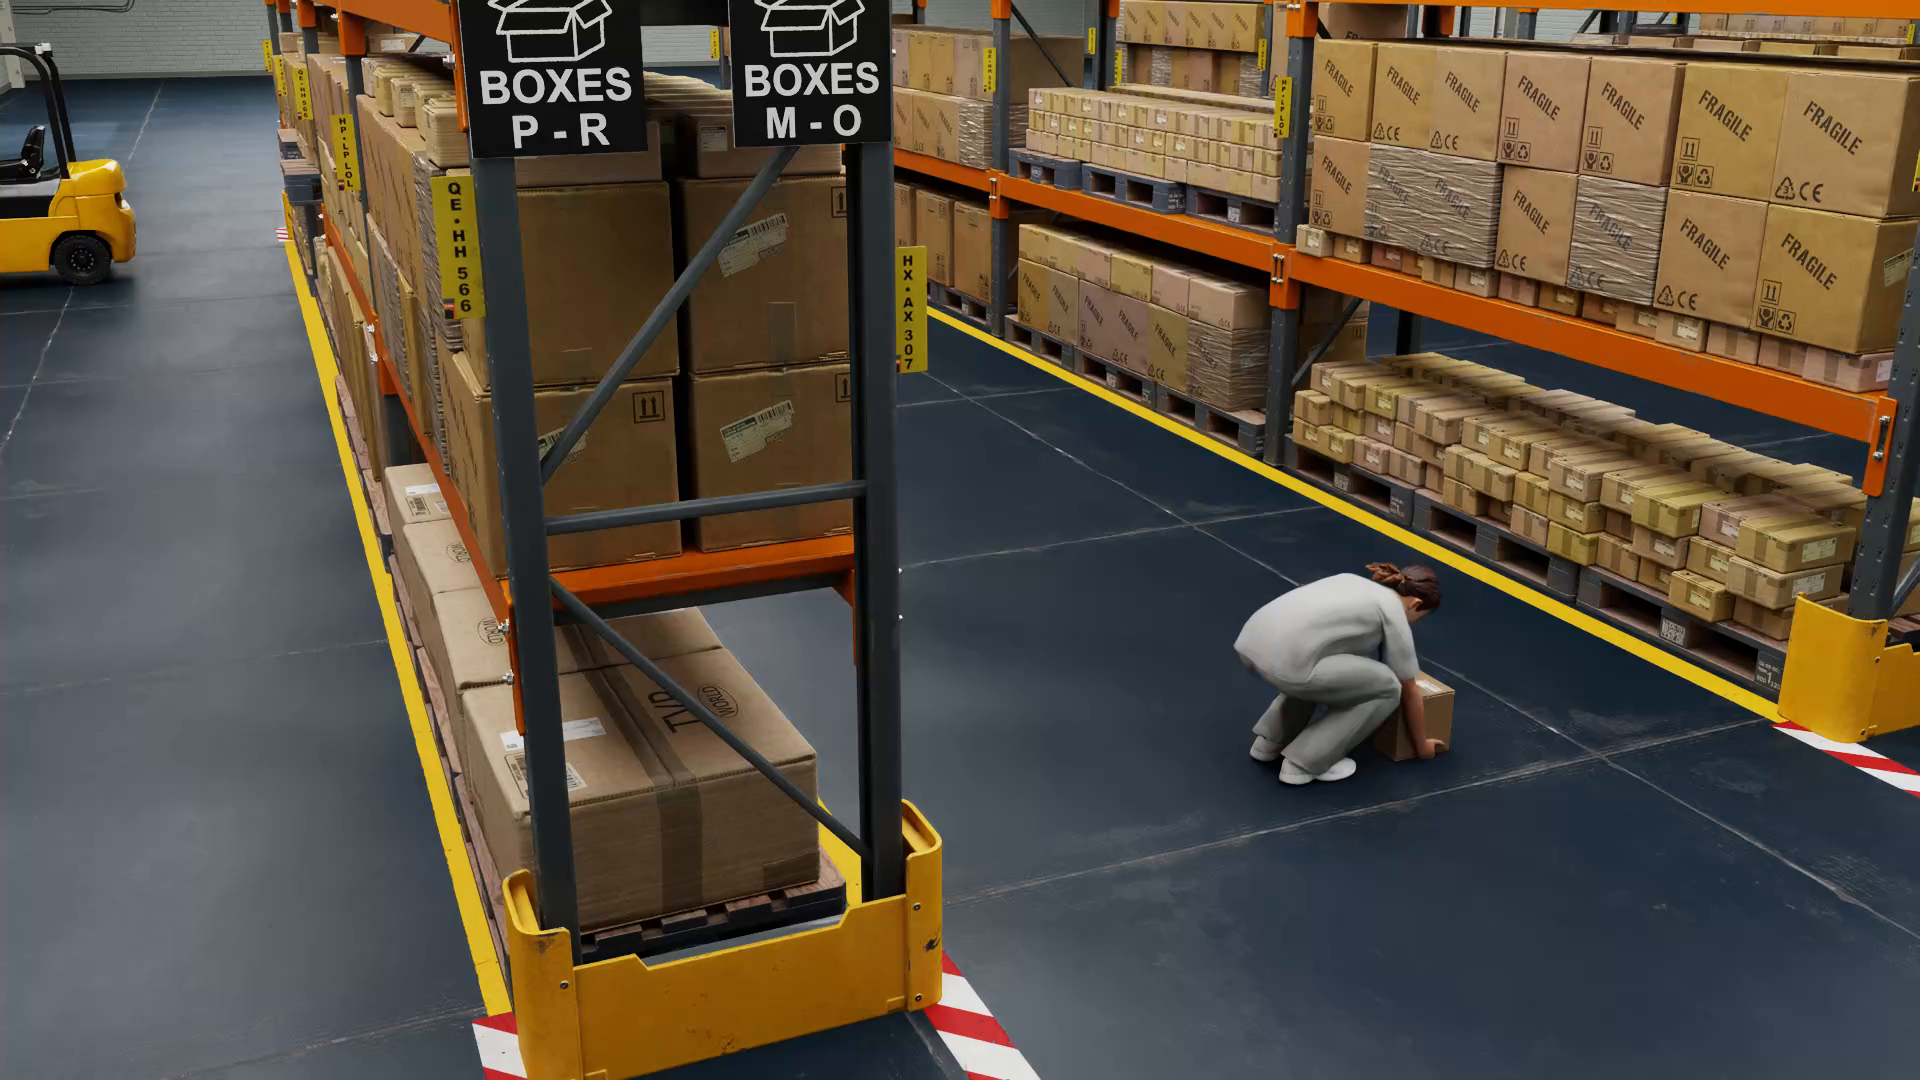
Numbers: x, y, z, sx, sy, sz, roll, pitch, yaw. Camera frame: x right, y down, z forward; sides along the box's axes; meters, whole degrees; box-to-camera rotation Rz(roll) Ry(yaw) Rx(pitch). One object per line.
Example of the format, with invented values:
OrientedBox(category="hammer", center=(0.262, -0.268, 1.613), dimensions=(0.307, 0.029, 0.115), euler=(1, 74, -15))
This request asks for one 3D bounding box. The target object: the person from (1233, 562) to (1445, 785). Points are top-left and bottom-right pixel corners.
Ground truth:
OrientedBox(category="person", center=(1.413, 0.480, 6.152), dimensions=(0.861, 0.743, 0.456), euler=(-8, 21, -23))
